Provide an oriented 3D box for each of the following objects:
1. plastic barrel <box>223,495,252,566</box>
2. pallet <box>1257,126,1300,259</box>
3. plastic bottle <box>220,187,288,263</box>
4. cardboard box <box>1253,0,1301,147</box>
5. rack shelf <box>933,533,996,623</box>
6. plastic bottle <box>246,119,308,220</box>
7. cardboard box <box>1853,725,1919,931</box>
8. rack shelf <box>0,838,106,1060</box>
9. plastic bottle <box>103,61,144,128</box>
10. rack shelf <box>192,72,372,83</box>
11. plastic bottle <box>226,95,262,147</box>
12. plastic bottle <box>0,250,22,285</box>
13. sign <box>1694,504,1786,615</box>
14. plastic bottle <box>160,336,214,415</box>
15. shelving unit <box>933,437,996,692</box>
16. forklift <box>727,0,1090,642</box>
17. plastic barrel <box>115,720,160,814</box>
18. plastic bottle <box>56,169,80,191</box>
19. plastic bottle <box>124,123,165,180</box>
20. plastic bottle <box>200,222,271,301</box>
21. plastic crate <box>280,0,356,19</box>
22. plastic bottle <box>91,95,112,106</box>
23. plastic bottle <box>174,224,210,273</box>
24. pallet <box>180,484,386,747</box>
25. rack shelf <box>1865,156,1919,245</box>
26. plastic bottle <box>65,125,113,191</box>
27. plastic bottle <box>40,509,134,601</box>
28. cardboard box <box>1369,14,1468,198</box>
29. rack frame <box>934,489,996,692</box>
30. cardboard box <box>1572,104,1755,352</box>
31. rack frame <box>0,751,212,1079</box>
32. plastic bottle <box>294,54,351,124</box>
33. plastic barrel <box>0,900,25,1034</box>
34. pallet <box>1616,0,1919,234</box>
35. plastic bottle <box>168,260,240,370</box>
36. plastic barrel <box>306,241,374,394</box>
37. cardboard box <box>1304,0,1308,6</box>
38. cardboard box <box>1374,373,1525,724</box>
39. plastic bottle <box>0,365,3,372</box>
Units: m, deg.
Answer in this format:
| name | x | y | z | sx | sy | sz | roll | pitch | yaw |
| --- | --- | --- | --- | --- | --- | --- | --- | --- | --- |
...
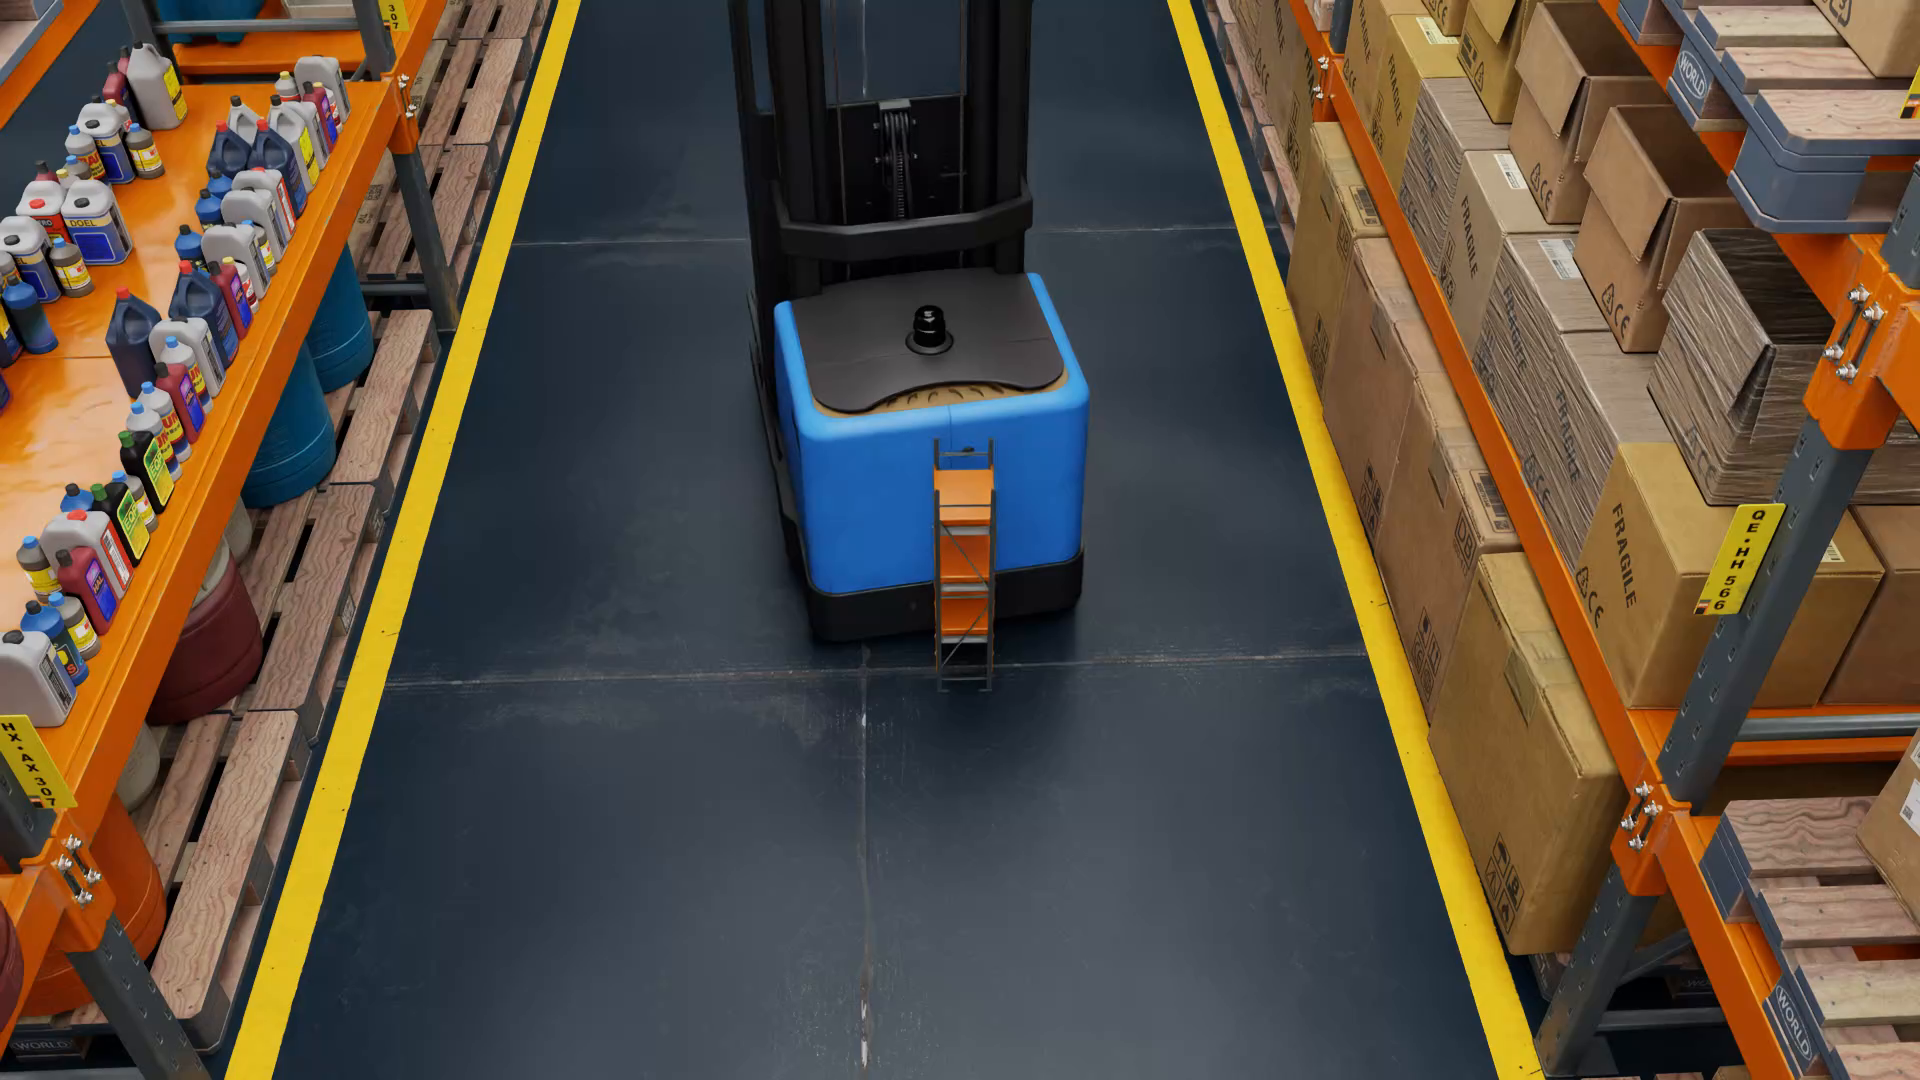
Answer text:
| name | x | y | z | sx | sy | sz | roll | pitch | yaw |
| --- | --- | --- | --- | --- | --- | --- | --- | --- | --- |
| plastic barrel | -2.897 | -0.112 | 6.183 | 0.421 | 0.512 | 0.421 | 0 | 43 | 0 |
| pallet | 2.126 | -1.734 | 8.485 | 1.003 | 0.211 | 1.213 | -2 | 43 | -2 |
| plastic bottle | -2.486 | -1.123 | 5.848 | 0.152 | 0.276 | 0.135 | -2 | 43 | -2 |
| cardboard box | 2.094 | -2.673 | 8.708 | 0.875 | 0.875 | 0.875 | -2 | 43 | -2 |
| rack shelf | 0.014 | 0.116 | 5.850 | 0.215 | 0.259 | 0.240 | -1 | 47 | -1 |
| plastic bottle | -2.494 | -1.350 | 6.039 | 0.144 | 0.351 | 0.185 | -2 | 43 | -2 |
| cardboard box | 2.313 | 0.626 | 3.462 | 0.500 | 0.500 | 0.500 | -6 | 43 | -7 |
| rack shelf | -2.613 | 2.212 | 2.649 | 1.077 | 0.370 | 4.000 | -2 | 43 | -2 |
| plastic bottle | -3.273 | -1.711 | 6.483 | 0.061 | 0.283 | 0.133 | -2 | 43 | -2 |
| rack shelf | -2.953 | -3.242 | 8.493 | 0.831 | 0.071 | 3.687 | -2 | 43 | -2 |
| plastic bottle | -2.646 | -1.470 | 6.171 | 0.144 | 0.351 | 0.185 | -2 | 43 | -2 |
| plastic bottle | -3.202 | -0.872 | 5.577 | 0.097 | 0.271 | 0.097 | 0 | 43 | 0 |
| sign | 1.696 | 0.046 | 3.623 | 0.100 | 0.325 | 0.005 | -2 | 43 | -2 |
| plastic bottle | -2.420 | -0.516 | 5.188 | 0.097 | 0.271 | 0.097 | 0 | 43 | 0 |
| shelving unit | 0.014 | 0.109 | 5.842 | 0.215 | 1.050 | 0.252 | -1 | 47 | -1 |
| forklift | -0.333 | -1.706 | 6.443 | 1.130 | 2.935 | 3.031 | -8 | 43 | -9 |
| plastic barrel | -2.849 | 0.650 | 5.351 | 0.421 | 0.512 | 0.421 | 0 | 43 | 0 |
| plastic bottle | -3.228 | -1.250 | 6.040 | 0.097 | 0.201 | 0.097 | 0 | 43 | 0 |
| plastic bottle | -3.090 | -1.476 | 6.288 | 0.097 | 0.201 | 0.097 | 0 | 43 | 0 |
| plastic bottle | -2.476 | -0.967 | 5.677 | 0.152 | 0.276 | 0.135 | -2 | 43 | -2 |
| plastic crate | -2.745 | -2.347 | 7.241 | 0.396 | 0.136 | 0.243 | -2 | 43 | -2 |
| plastic bottle | -3.246 | -1.564 | 6.331 | 0.097 | 0.271 | 0.097 | 0 | 43 | 0 |
| plastic bottle | -2.600 | -0.949 | 5.661 | 0.097 | 0.271 | 0.097 | 0 | 43 | 0 |
| pallet | -2.822 | 0.272 | 6.297 | 1.003 | 0.211 | 1.213 | -2 | 43 | -2 |
| rack shelf | 2.165 | -1.808 | 4.671 | 0.919 | 0.124 | 3.809 | -2 | 43 | -2 |
| plastic bottle | -3.236 | -1.407 | 6.160 | 0.097 | 0.271 | 0.097 | 0 | 43 | 0 |
| plastic bottle | -2.413 | 0.028 | 4.591 | 0.152 | 0.276 | 0.135 | -2 | 43 | -2 |
| cardboard box | 1.873 | -1.626 | 6.230 | 0.500 | 0.500 | 0.500 | -2 | 43 | -2 |
| rack frame | 0.016 | 0.198 | 5.758 | 0.200 | 1.050 | 0.008 | -1 | 47 | -1 |
| cardboard box | 2.211 | -0.886 | 4.681 | 0.797 | 0.503 | 0.637 | -1 | 43 | -1 |
| rack frame | -2.695 | 0.596 | 3.879 | 0.949 | 2.616 | 0.053 | -2 | 43 | -2 |
| plastic bottle | -2.528 | -1.801 | 6.587 | 0.152 | 0.276 | 0.135 | -2 | 43 | -2 |
| plastic barrel | -2.376 | 0.851 | 3.501 | 0.600 | 0.536 | 0.708 | -2 | 43 | -2 |
| pallet | 2.170 | -1.015 | 3.557 | 1.213 | 0.211 | 1.003 | 0 | 43 | 0 |
| plastic bottle | -2.455 | -0.731 | 5.364 | 0.144 | 0.351 | 0.185 | -2 | 43 | -2 |
| plastic barrel | -2.862 | -1.117 | 6.991 | 0.600 | 0.901 | 0.708 | -2 | 43 | -2 |
| cardboard box | 1.729 | -2.524 | 7.470 | 0.380 | 0.149 | 0.250 | -1 | 43 | -1 |
| cardboard box | 2.212 | 0.014 | 5.776 | 1.225 | 0.875 | 0.875 | -2 | 43 | -2 |
| plastic bottle | -3.143 | -0.610 | 5.281 | 0.061 | 0.283 | 0.133 | -2 | 43 | -2 |
